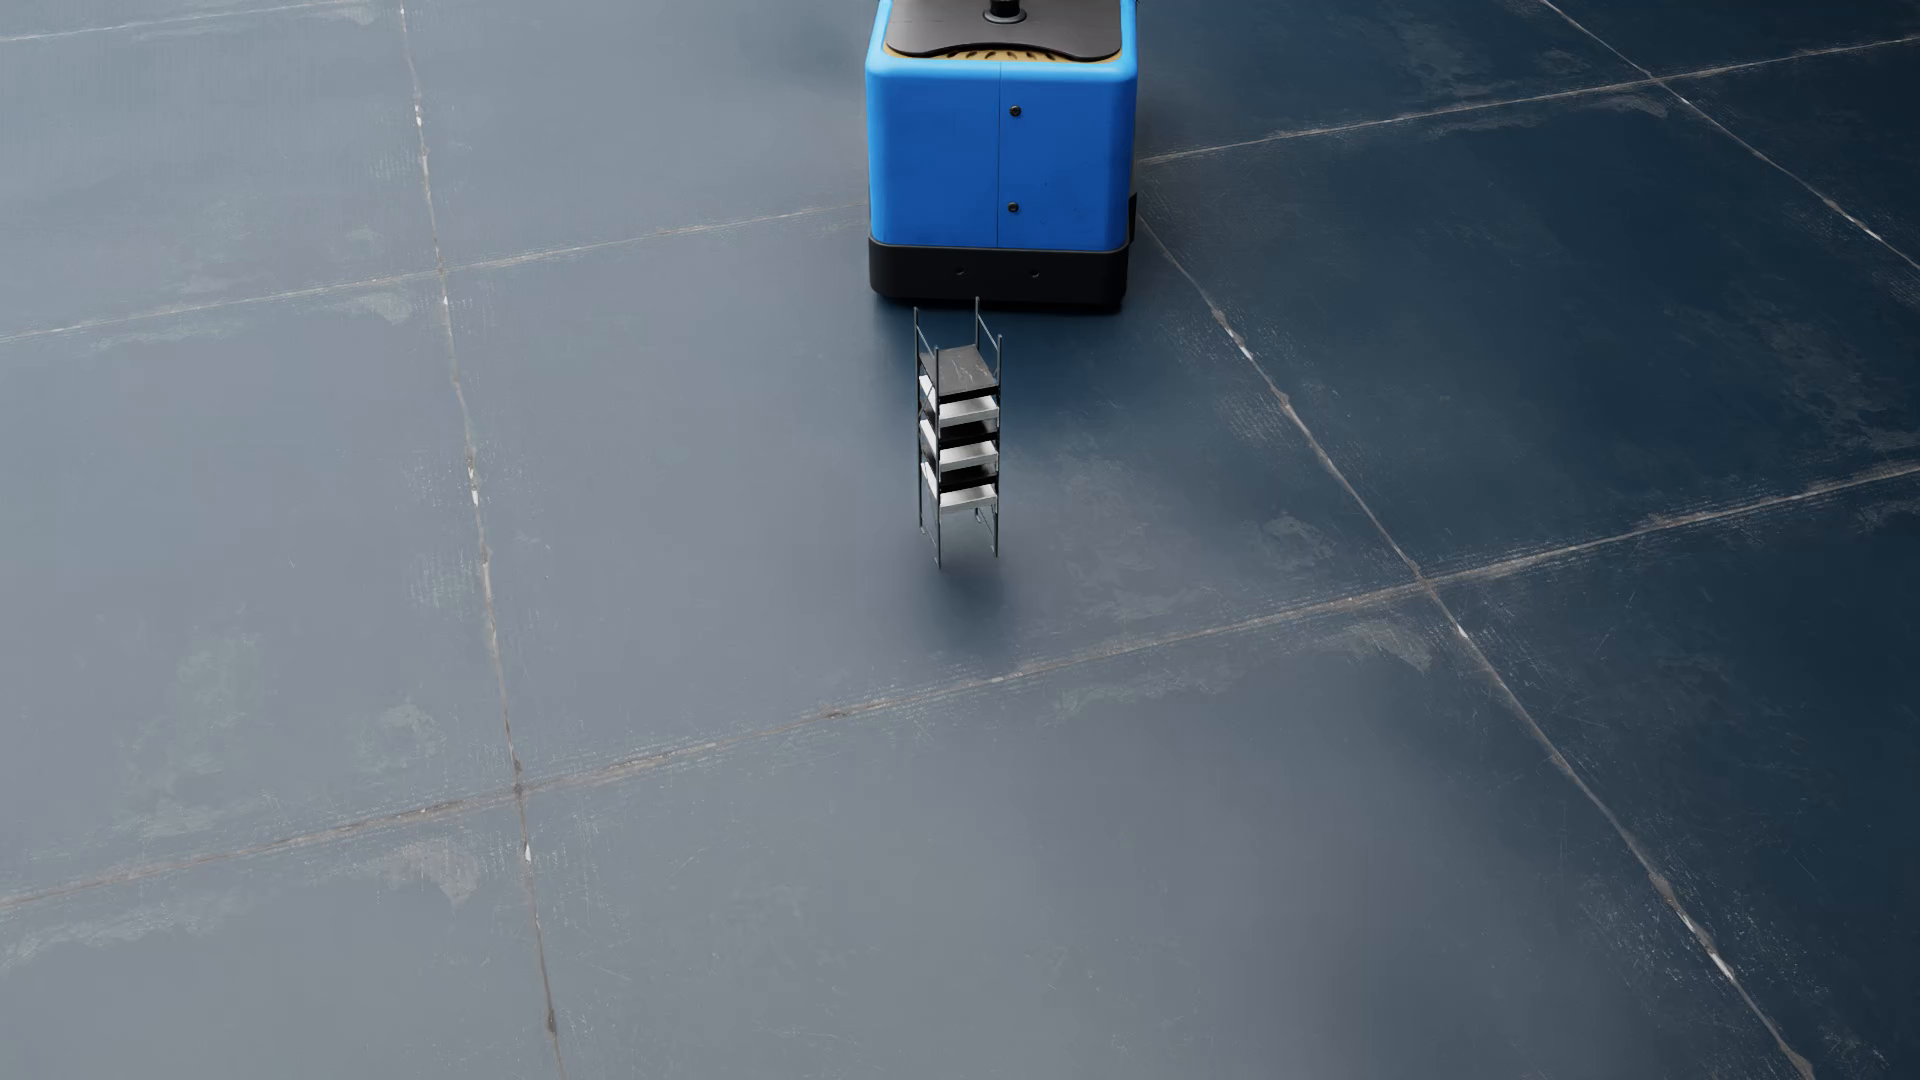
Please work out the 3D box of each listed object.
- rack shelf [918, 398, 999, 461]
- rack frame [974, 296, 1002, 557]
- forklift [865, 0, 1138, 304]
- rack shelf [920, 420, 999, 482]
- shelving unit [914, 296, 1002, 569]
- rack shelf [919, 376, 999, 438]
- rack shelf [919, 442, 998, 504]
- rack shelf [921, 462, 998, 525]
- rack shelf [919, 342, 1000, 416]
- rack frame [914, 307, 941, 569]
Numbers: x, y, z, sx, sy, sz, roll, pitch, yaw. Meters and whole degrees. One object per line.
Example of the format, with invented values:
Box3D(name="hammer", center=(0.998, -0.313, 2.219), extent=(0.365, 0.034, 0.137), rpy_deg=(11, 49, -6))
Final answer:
Box3D(name="rack shelf", center=(-0.008, -0.380, 5.415), extent=(0.200, 0.077, 0.258), rpy_deg=(-12, 42, -13))
Box3D(name="rack frame", center=(0.089, -0.357, 5.475), extent=(0.006, 0.900, 0.240), rpy_deg=(-12, 42, -13))
Box3D(name="forklift", center=(0.240, -3.014, 6.973), extent=(1.130, 2.935, 3.031), rpy_deg=(2, 41, 3))
Box3D(name="rack shelf", center=(-0.008, -0.312, 5.474), extent=(0.200, 0.077, 0.258), rpy_deg=(-12, 42, -13))
Box3D(name="shelving unit", center=(-0.008, -0.337, 5.452), extent=(0.210, 0.900, 0.258), rpy_deg=(-12, 42, -13))
Box3D(name="rack shelf", center=(-0.008, -0.448, 5.356), extent=(0.200, 0.077, 0.258), rpy_deg=(-12, 42, -13))
Box3D(name="rack shelf", center=(-0.008, -0.244, 5.533), extent=(0.200, 0.077, 0.258), rpy_deg=(-12, 42, -13))
Box3D(name="rack shelf", center=(-0.008, -0.177, 5.592), extent=(0.200, 0.077, 0.258), rpy_deg=(-12, 42, -13))
Box3D(name="rack shelf", center=(-0.008, -0.516, 5.296), extent=(0.200, 0.077, 0.258), rpy_deg=(-12, 42, -13))
Box3D(name="rack frame", center=(-0.105, -0.317, 5.429), extent=(0.006, 0.900, 0.240), rpy_deg=(-12, 42, -13))
